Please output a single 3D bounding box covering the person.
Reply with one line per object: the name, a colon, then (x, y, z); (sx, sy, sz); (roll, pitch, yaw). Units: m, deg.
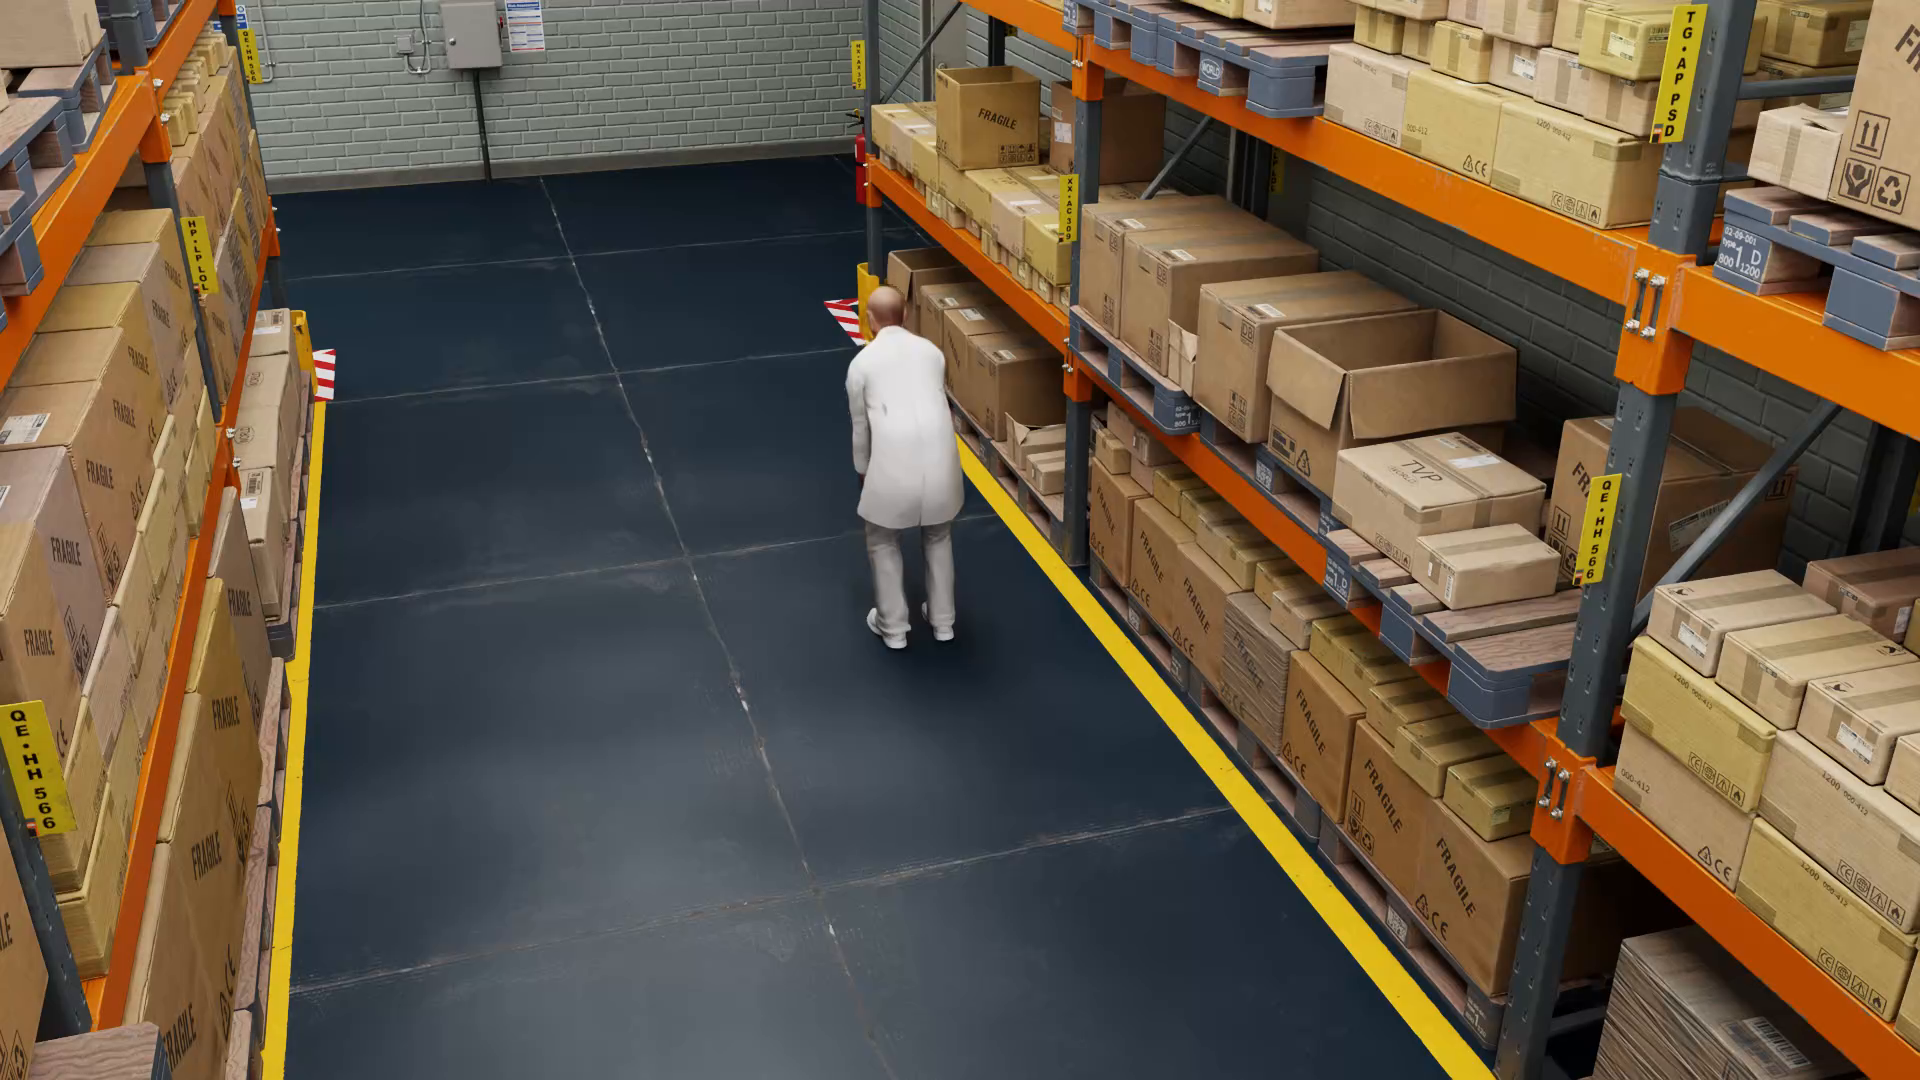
person: (-0.257, -0.345, 7.957); (0.527, 1.680, 0.628); (-9, 27, -17)
